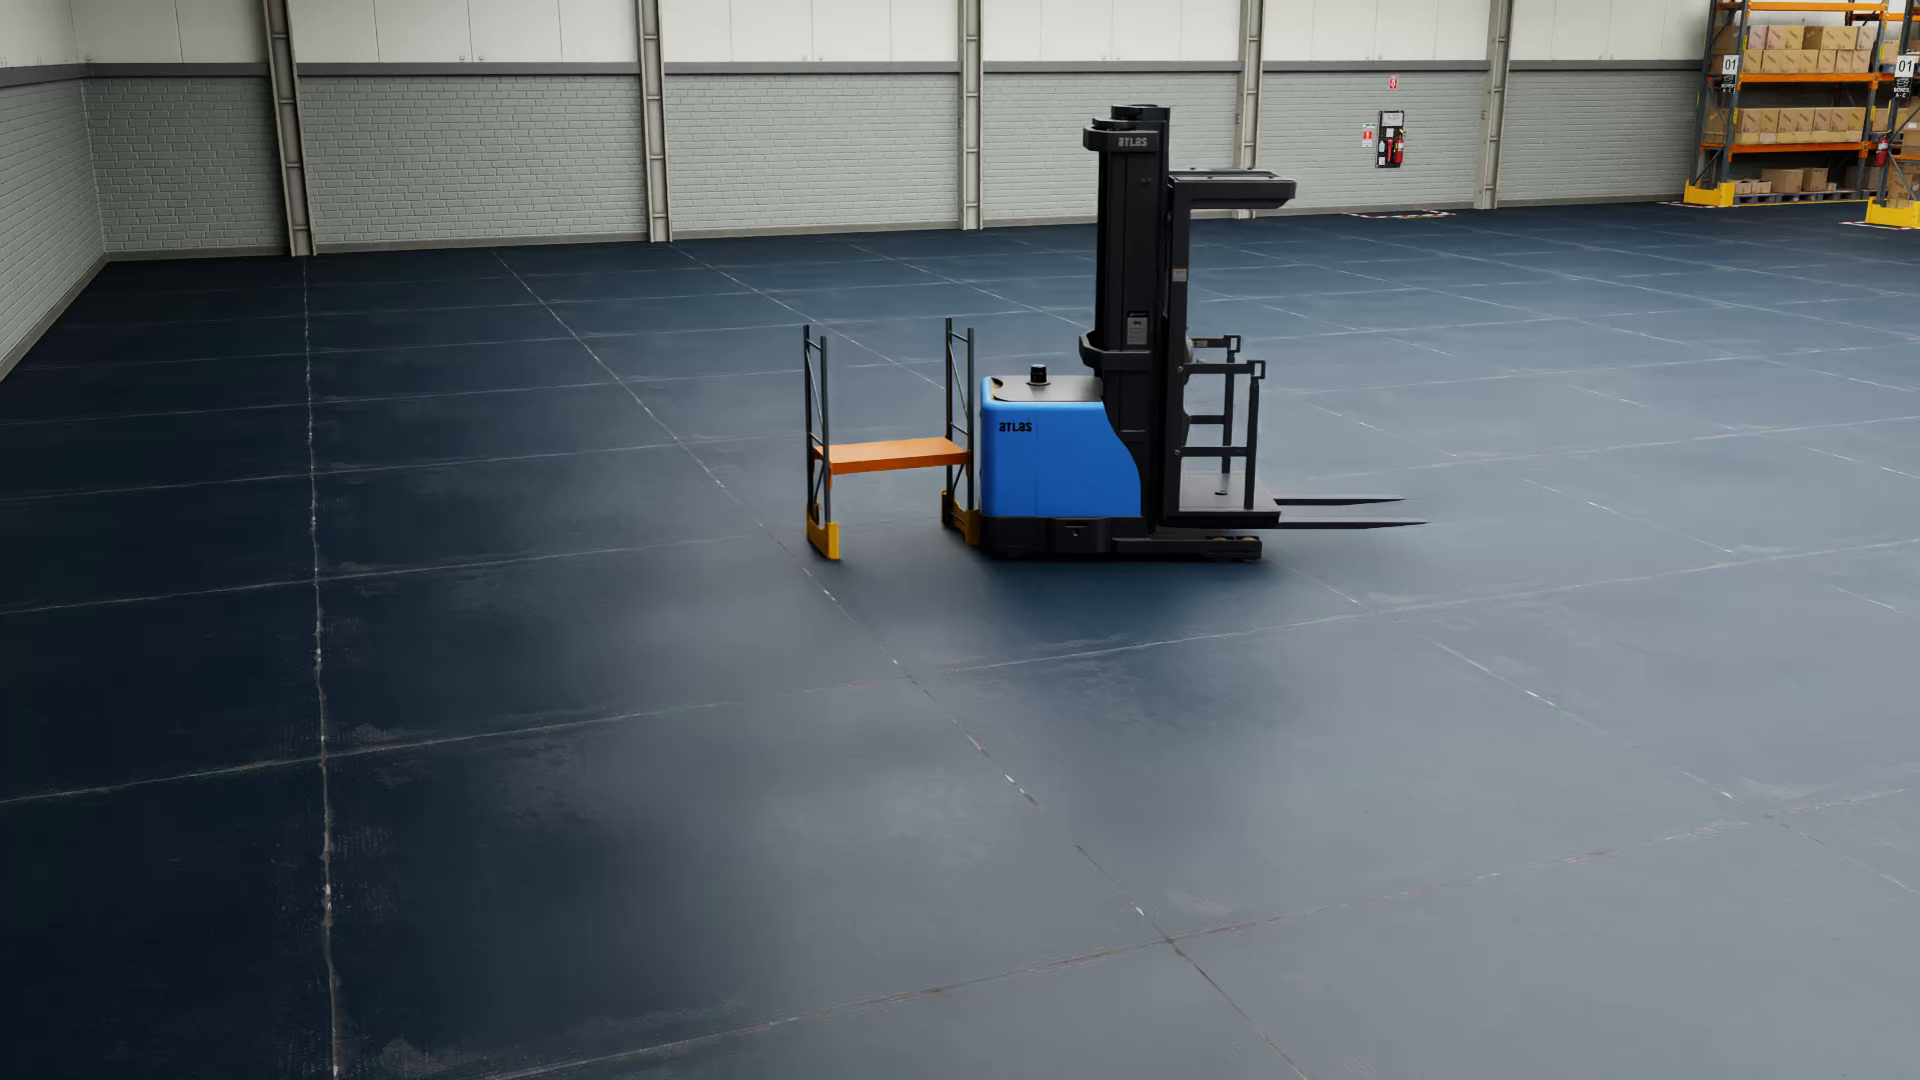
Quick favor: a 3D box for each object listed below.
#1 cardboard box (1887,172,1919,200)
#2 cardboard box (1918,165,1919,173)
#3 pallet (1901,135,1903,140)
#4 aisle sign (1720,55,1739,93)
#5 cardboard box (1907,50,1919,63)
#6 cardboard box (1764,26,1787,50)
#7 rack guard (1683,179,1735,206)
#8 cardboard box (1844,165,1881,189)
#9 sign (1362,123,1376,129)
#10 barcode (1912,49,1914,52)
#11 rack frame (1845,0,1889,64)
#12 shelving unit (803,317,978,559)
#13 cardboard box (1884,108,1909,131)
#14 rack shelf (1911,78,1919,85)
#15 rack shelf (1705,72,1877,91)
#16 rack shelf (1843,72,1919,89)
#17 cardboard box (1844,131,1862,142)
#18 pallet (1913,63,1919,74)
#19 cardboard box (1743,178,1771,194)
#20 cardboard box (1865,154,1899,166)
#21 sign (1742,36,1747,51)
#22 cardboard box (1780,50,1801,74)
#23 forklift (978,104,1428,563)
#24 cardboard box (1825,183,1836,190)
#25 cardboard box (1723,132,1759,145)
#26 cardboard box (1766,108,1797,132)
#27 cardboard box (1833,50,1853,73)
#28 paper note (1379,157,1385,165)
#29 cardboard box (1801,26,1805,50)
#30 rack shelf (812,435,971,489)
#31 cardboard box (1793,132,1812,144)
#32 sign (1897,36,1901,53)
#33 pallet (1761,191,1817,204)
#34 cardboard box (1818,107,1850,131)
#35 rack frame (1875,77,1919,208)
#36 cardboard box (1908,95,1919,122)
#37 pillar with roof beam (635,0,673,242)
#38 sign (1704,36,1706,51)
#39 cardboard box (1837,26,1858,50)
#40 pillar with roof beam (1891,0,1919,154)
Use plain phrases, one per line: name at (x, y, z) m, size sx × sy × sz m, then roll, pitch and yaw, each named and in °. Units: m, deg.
cardboard box at (18.831, -7.025, 32.999) m, size 0.500 × 0.500 × 0.500 m, roll -6°, pitch 17°, yaw -20°
cardboard box at (22.501, -8.606, 39.237) m, size 0.500 × 0.500 × 0.700 m, roll -6°, pitch 17°, yaw -20°
pallet at (22.297, -9.457, 38.820) m, size 1.213 × 0.211 × 1.003 m, roll -6°, pitch 17°, yaw -20°
aisle sign at (16.701, -10.114, 36.103) m, size 0.004 × 0.787 × 0.394 m, roll -6°, pitch 17°, yaw -20°
cardboard box at (21.510, -11.051, 37.994) m, size 0.500 × 0.311 × 0.500 m, roll -6°, pitch 17°, yaw -18°
cardboard box at (17.594, -10.942, 36.224) m, size 0.500 × 0.500 × 0.500 m, roll -6°, pitch 18°, yaw -21°
rack guard at (16.732, -7.761, 37.141) m, size 0.348 × 0.500 × 1.175 m, roll -6°, pitch 17°, yaw -20°
cardboard box at (21.077, -8.447, 38.694) m, size 0.500 × 0.500 × 0.700 m, roll -6°, pitch 17°, yaw -18°
sign at (8.535, -8.648, 34.720) m, size 0.331 × 0.109 × 0.001 m, roll -6°, pitch 17°, yaw -20°
barcode at (18.546, -9.525, 32.357) m, size 0.075 × 0.075 × 0.001 m, roll -6°, pitch 17°, yaw -20°
rack frame at (20.396, -12.235, 37.291) m, size 0.127 × 3.000 × 1.000 m, roll -6°, pitch 17°, yaw -20°
shelving unit at (-0.473, -0.717, 11.379) m, size 1.083 × 1.500 × 0.587 m, roll -6°, pitch 17°, yaw -18°
cardboard box at (21.408, -9.712, 38.390) m, size 0.500 × 0.500 × 0.700 m, roll -4°, pitch 17°, yaw -14°
rack shelf at (20.304, -8.946, 32.691) m, size 4.000 × 0.370 × 1.077 m, roll -6°, pitch 17°, yaw -20°
rack shelf at (18.528, -10.249, 37.128) m, size 4.000 × 0.370 × 1.077 m, roll -6°, pitch 17°, yaw -20°
rack shelf at (22.263, -10.652, 38.501) m, size 4.000 × 0.370 × 1.077 m, roll -6°, pitch 17°, yaw -20°
cardboard box at (20.062, -9.167, 37.720) m, size 0.500 × 0.250 × 0.500 m, roll -6°, pitch 17°, yaw -20°
pallet at (19.106, -9.111, 32.135) m, size 1.213 × 0.211 × 1.003 m, roll -6°, pitch 17°, yaw -20°
cardboard box at (17.871, -7.978, 37.432) m, size 0.500 × 0.311 × 0.500 m, roll -5°, pitch 17°, yaw -15°
cardboard box at (21.487, -8.852, 38.743) m, size 0.500 × 0.250 × 0.500 m, roll -7°, pitch 18°, yaw -21°
sign at (16.855, -10.669, 35.731) m, size 0.005 × 0.325 × 0.100 m, roll -6°, pitch 17°, yaw -20°
cardboard box at (18.060, -10.516, 36.548) m, size 0.500 × 0.500 × 0.500 m, roll -5°, pitch 17°, yaw -18°
forklift at (1.647, -1.406, 11.185) m, size 3.031 × 2.935 × 1.130 m, roll 0°, pitch 16°, yaw 0°
cardboard box at (19.907, -8.146, 38.263) m, size 0.250 × 0.166 × 0.380 m, roll -9°, pitch 18°, yaw -27°
cardboard box at (17.230, -8.856, 36.664) m, size 0.500 × 0.250 × 0.500 m, roll -7°, pitch 18°, yaw -22°
cardboard box at (18.164, -9.317, 36.903) m, size 0.500 × 0.500 × 0.500 m, roll -7°, pitch 18°, yaw -22°
cardboard box at (19.536, -10.690, 37.140) m, size 0.500 × 0.500 × 0.500 m, roll -8°, pitch 18°, yaw -25°
paper note at (8.891, -7.985, 35.029) m, size 0.142 × 0.148 × 0.016 m, roll -6°, pitch 17°, yaw -20°
cardboard box at (18.416, -11.192, 37.077) m, size 0.500 × 0.500 × 0.500 m, roll -6°, pitch 17°, yaw -20°
rack shelf at (-0.482, -0.544, 11.427) m, size 1.000 × 0.185 × 0.538 m, roll -6°, pitch 17°, yaw -18°
cardboard box at (18.660, -9.013, 37.196) m, size 0.500 × 0.250 × 0.500 m, roll -6°, pitch 17°, yaw -20°
sign at (18.255, -9.620, 32.280) m, size 0.005 × 0.325 × 0.100 m, roll -6°, pitch 17°, yaw -20°
pallet at (18.640, -7.817, 37.844) m, size 1.213 × 0.211 × 1.003 m, roll -6°, pitch 17°, yaw -20°
cardboard box at (19.601, -9.473, 37.433) m, size 0.500 × 0.500 × 0.500 m, roll -6°, pitch 17°, yaw -20°
rack frame at (18.437, -7.650, 32.326) m, size 0.127 × 3.000 × 1.000 m, roll -6°, pitch 17°, yaw -20°
cardboard box at (18.927, -8.370, 32.296) m, size 0.500 × 0.500 × 0.700 m, roll -6°, pitch 17°, yaw -20°
pillar with roof beam at (-3.866, -8.577, 24.836) m, size 0.400 × 9.000 × 9.100 m, roll -6°, pitch 17°, yaw -20°
sign at (16.481, -10.965, 36.720) m, size 0.005 × 0.325 × 0.100 m, roll -6°, pitch 17°, yaw -20°
cardboard box at (19.514, -11.153, 36.942) m, size 0.500 × 0.500 × 0.500 m, roll -5°, pitch 17°, yaw -17°
pillar with roof beam at (24.148, -11.602, 35.136) m, size 0.400 × 9.000 × 9.100 m, roll -6°, pitch 17°, yaw -20°
